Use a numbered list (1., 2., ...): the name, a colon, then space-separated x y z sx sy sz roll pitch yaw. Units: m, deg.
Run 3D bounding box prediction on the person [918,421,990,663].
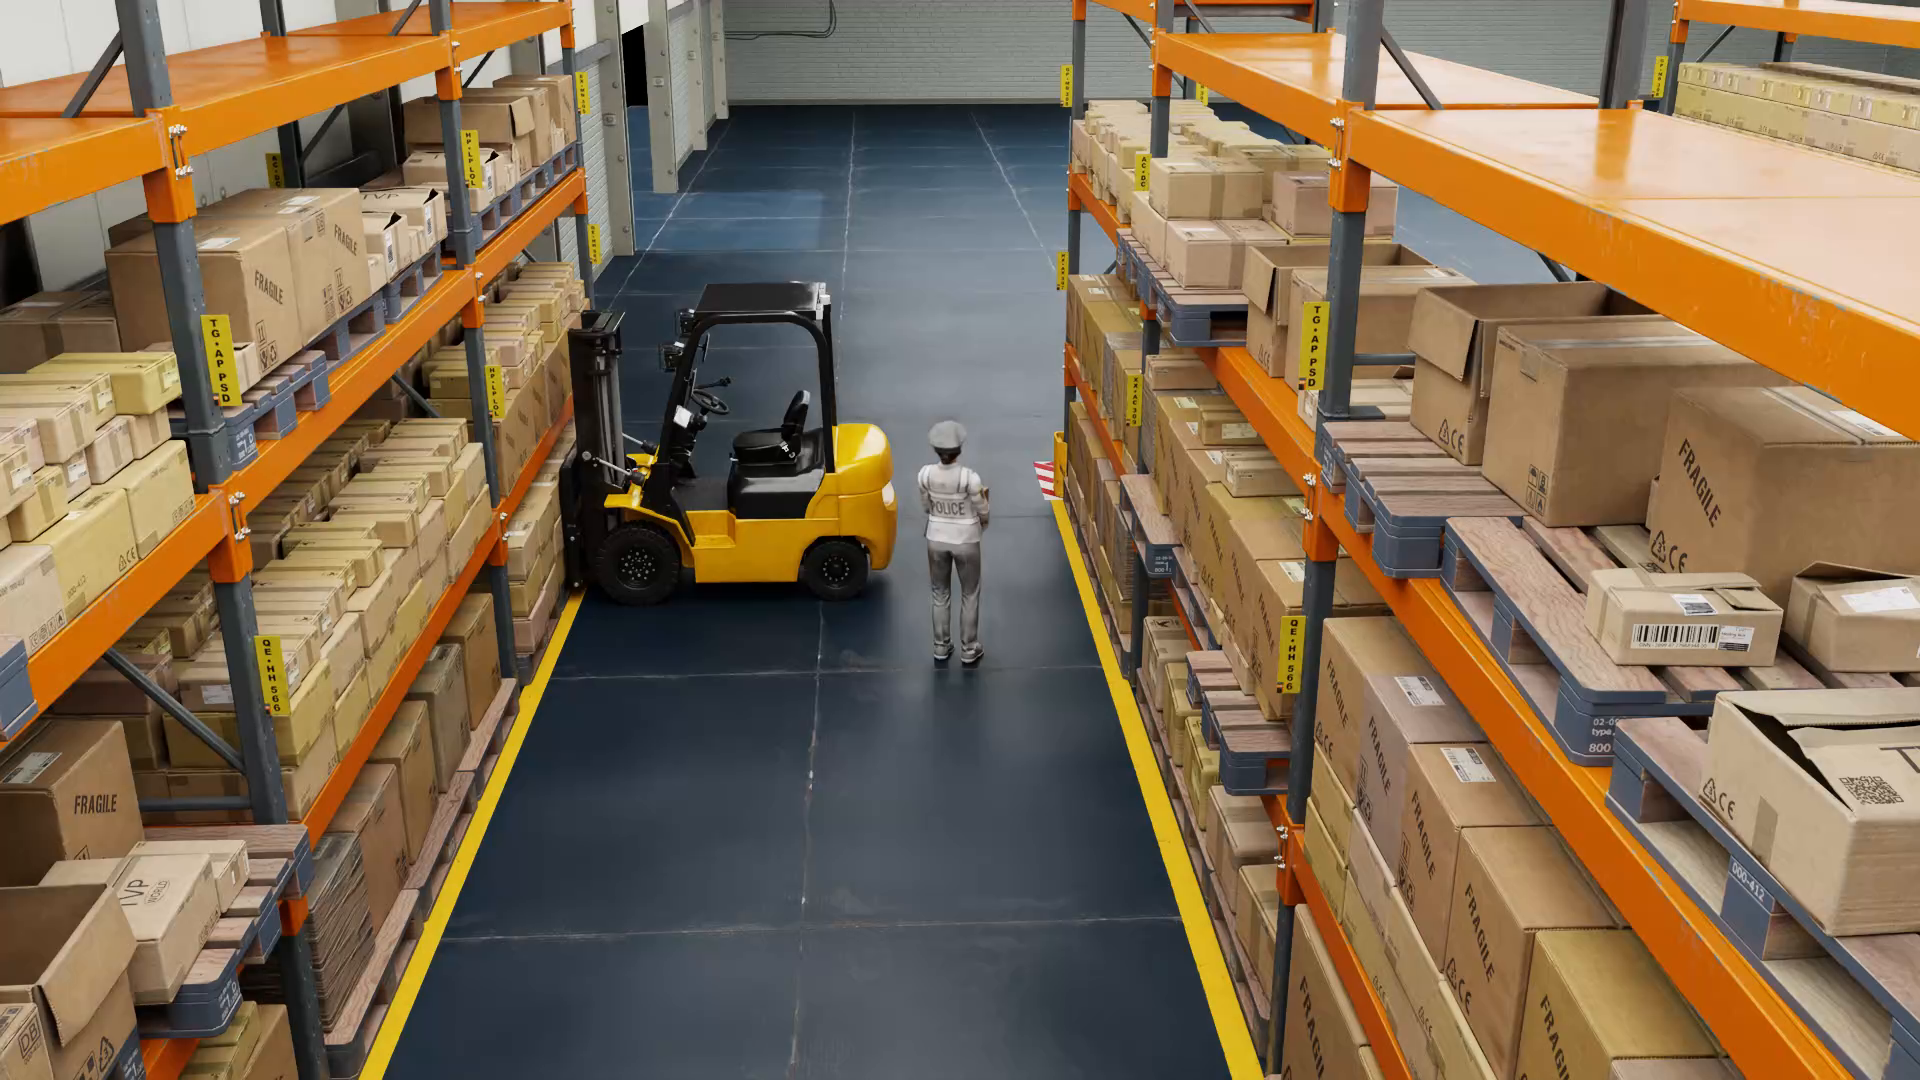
1. person: -0.020 0.001 11.043 0.458 1.686 0.558 6 21 16
